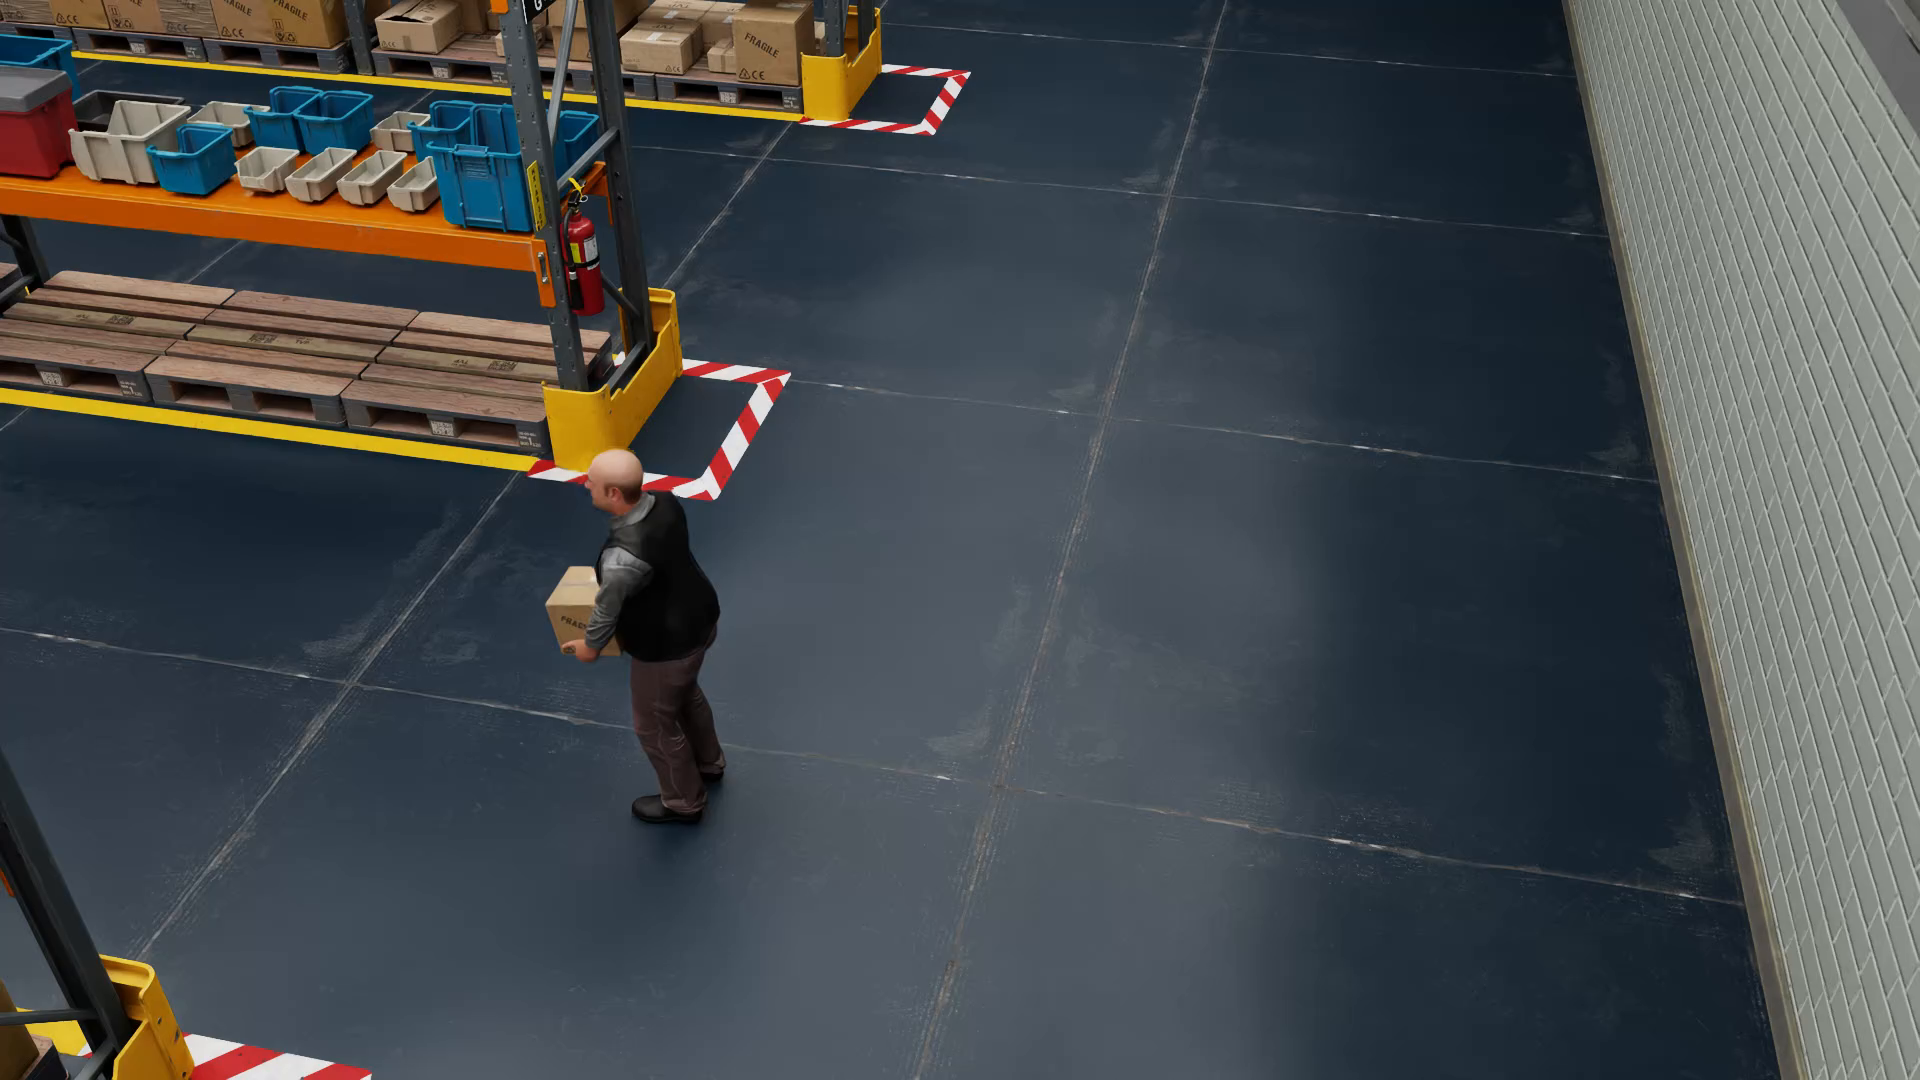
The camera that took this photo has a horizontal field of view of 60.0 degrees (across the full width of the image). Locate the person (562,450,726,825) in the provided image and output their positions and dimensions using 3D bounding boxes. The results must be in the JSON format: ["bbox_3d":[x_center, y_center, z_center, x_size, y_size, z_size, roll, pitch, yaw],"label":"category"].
[{"bbox_3d":[-1.235,0.373,6.485,0.560,1.721,0.495,7,37,9],"label":"person"}]
